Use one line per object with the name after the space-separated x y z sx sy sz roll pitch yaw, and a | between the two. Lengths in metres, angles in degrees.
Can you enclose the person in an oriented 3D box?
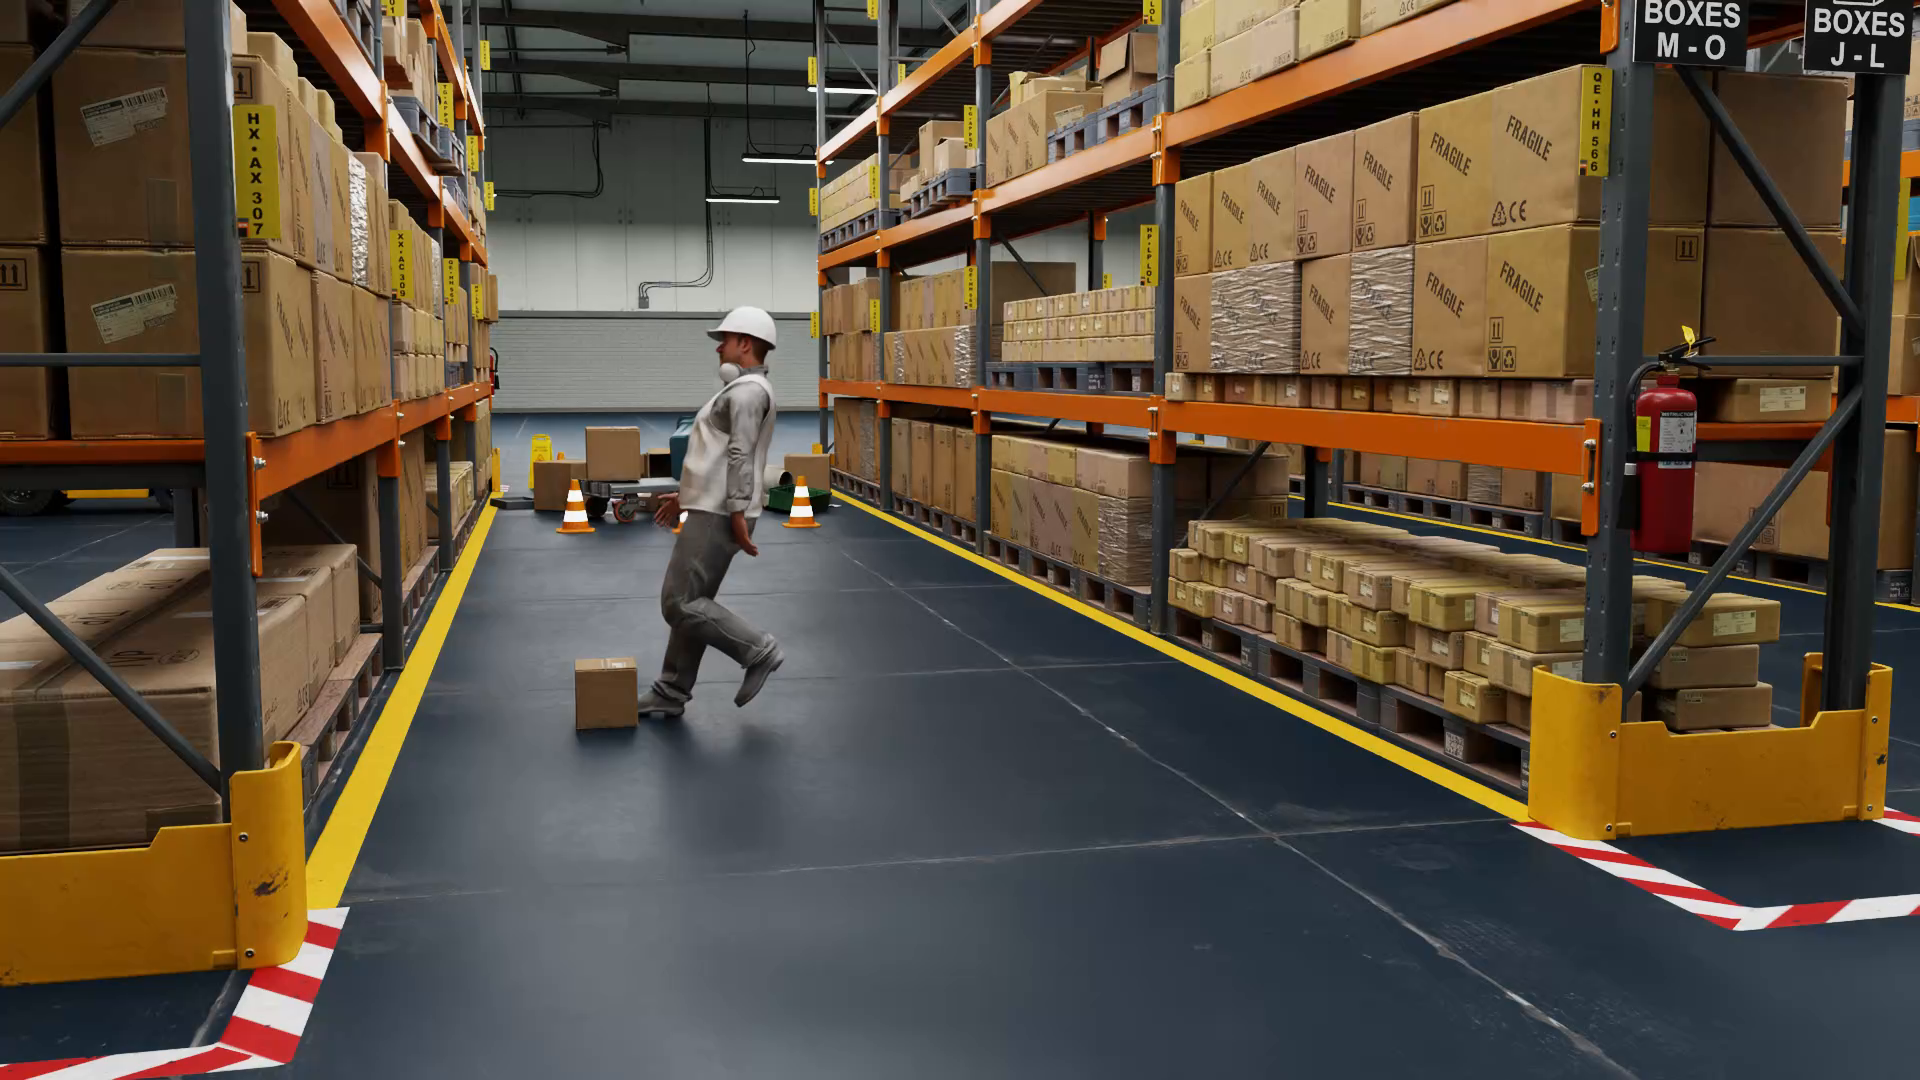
-1.107 -0.114 6.997 0.736 1.728 0.591 0 6 -4 | person
